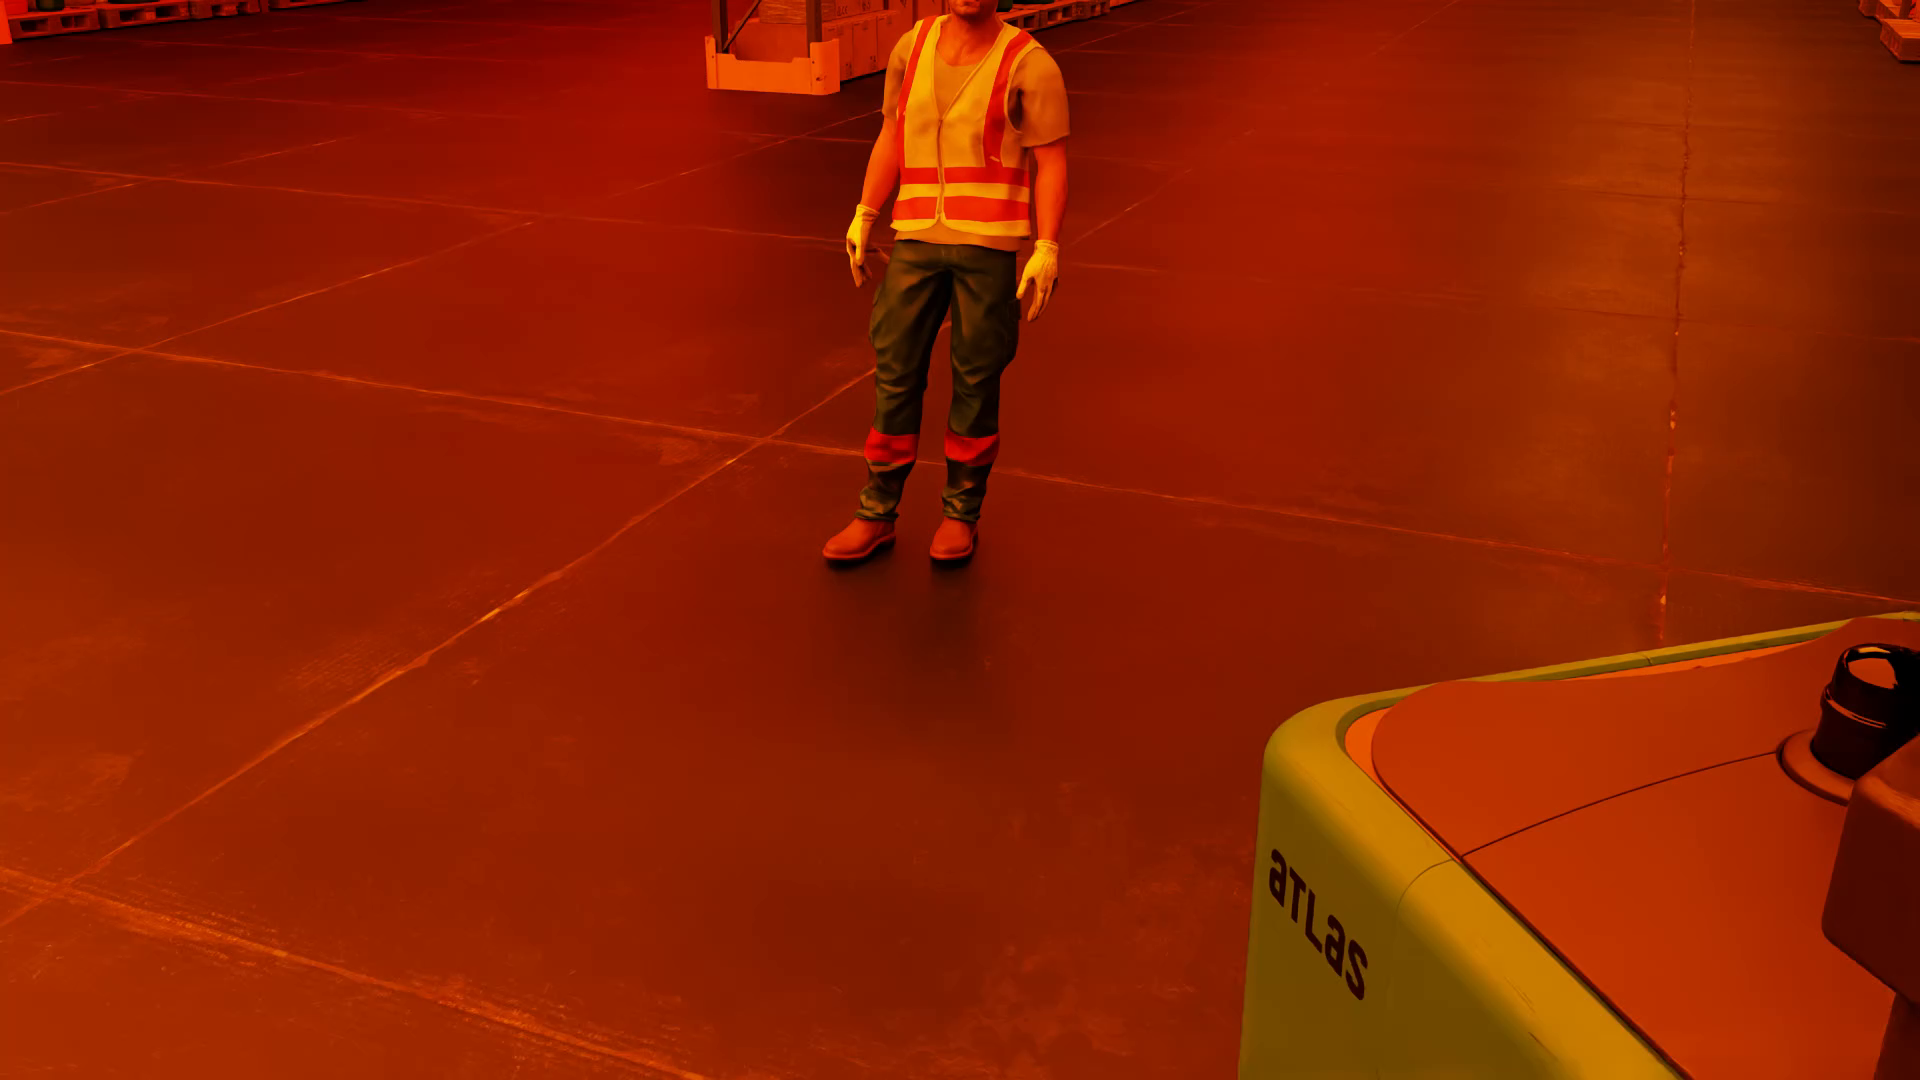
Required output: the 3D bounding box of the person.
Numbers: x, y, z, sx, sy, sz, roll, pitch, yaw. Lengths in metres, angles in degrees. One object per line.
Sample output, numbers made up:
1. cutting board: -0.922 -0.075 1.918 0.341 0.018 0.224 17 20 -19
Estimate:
1. person: -0.042 -0.806 4.681 0.637 1.787 0.564 9 24 21
